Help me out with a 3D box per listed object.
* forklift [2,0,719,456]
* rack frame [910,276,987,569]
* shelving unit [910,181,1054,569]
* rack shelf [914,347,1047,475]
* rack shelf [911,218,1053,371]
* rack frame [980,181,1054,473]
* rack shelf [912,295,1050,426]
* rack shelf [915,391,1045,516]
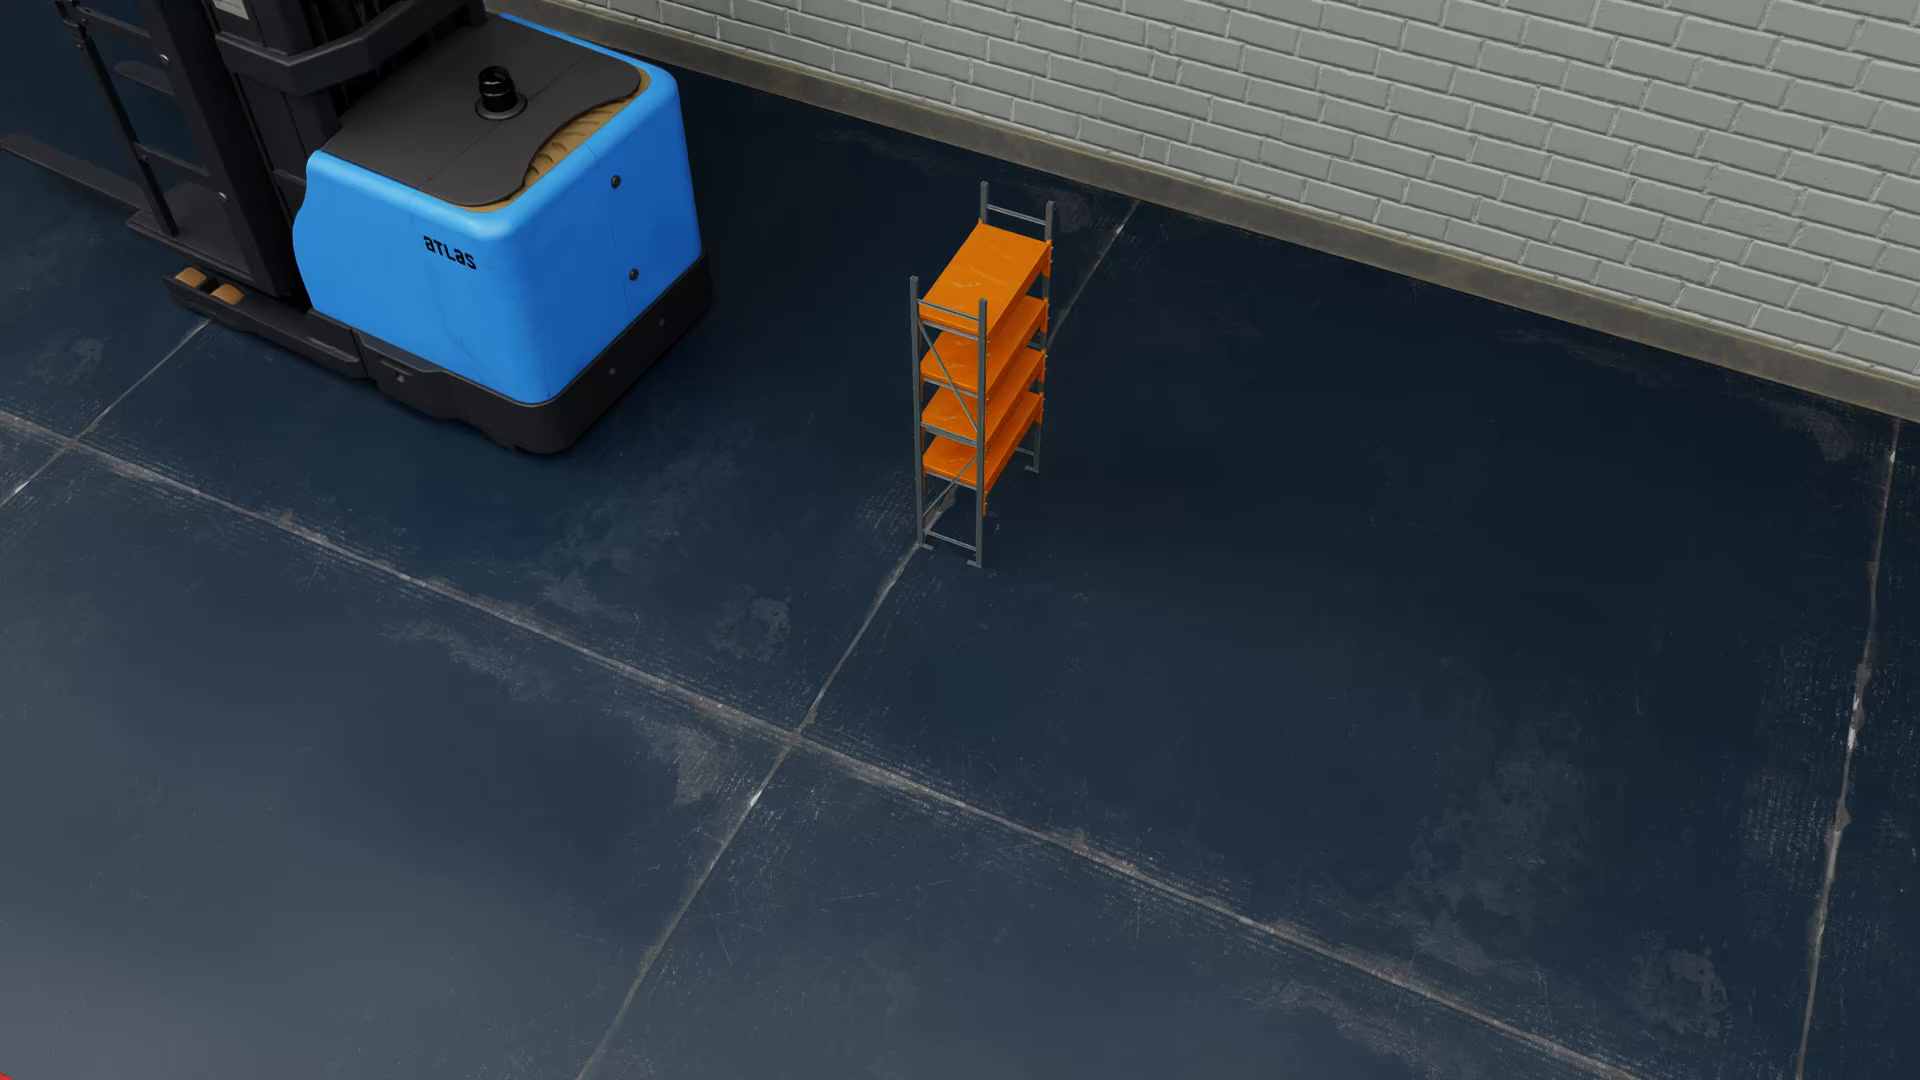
[{"bbox_3d":[-2.471,-2.089,5.603,3.031,2.935,1.130,24,54,19],"label":"forklift"},{"bbox_3d":[-0.034,-0.335,5.247,0.240,1.200,0.015,20,52,16],"label":"rack frame"},{"bbox_3d":[0.071,-0.503,5.390,0.258,1.200,0.503,20,52,16],"label":"shelving unit"},{"bbox_3d":[0.071,-0.459,5.441,0.258,0.148,0.480,20,52,16],"label":"rack shelf"},{"bbox_3d":[0.071,-0.757,5.091,0.258,0.148,0.480,20,52,16],"label":"rack shelf"},{"bbox_3d":[0.175,-0.671,5.533,0.240,1.200,0.015,20,52,16],"label":"rack frame"},{"bbox_3d":[0.071,-0.604,5.271,0.258,0.148,0.480,20,52,16],"label":"rack shelf"},{"bbox_3d":[0.071,-0.331,5.592,0.258,0.148,0.480,20,52,16],"label":"rack shelf"}]
